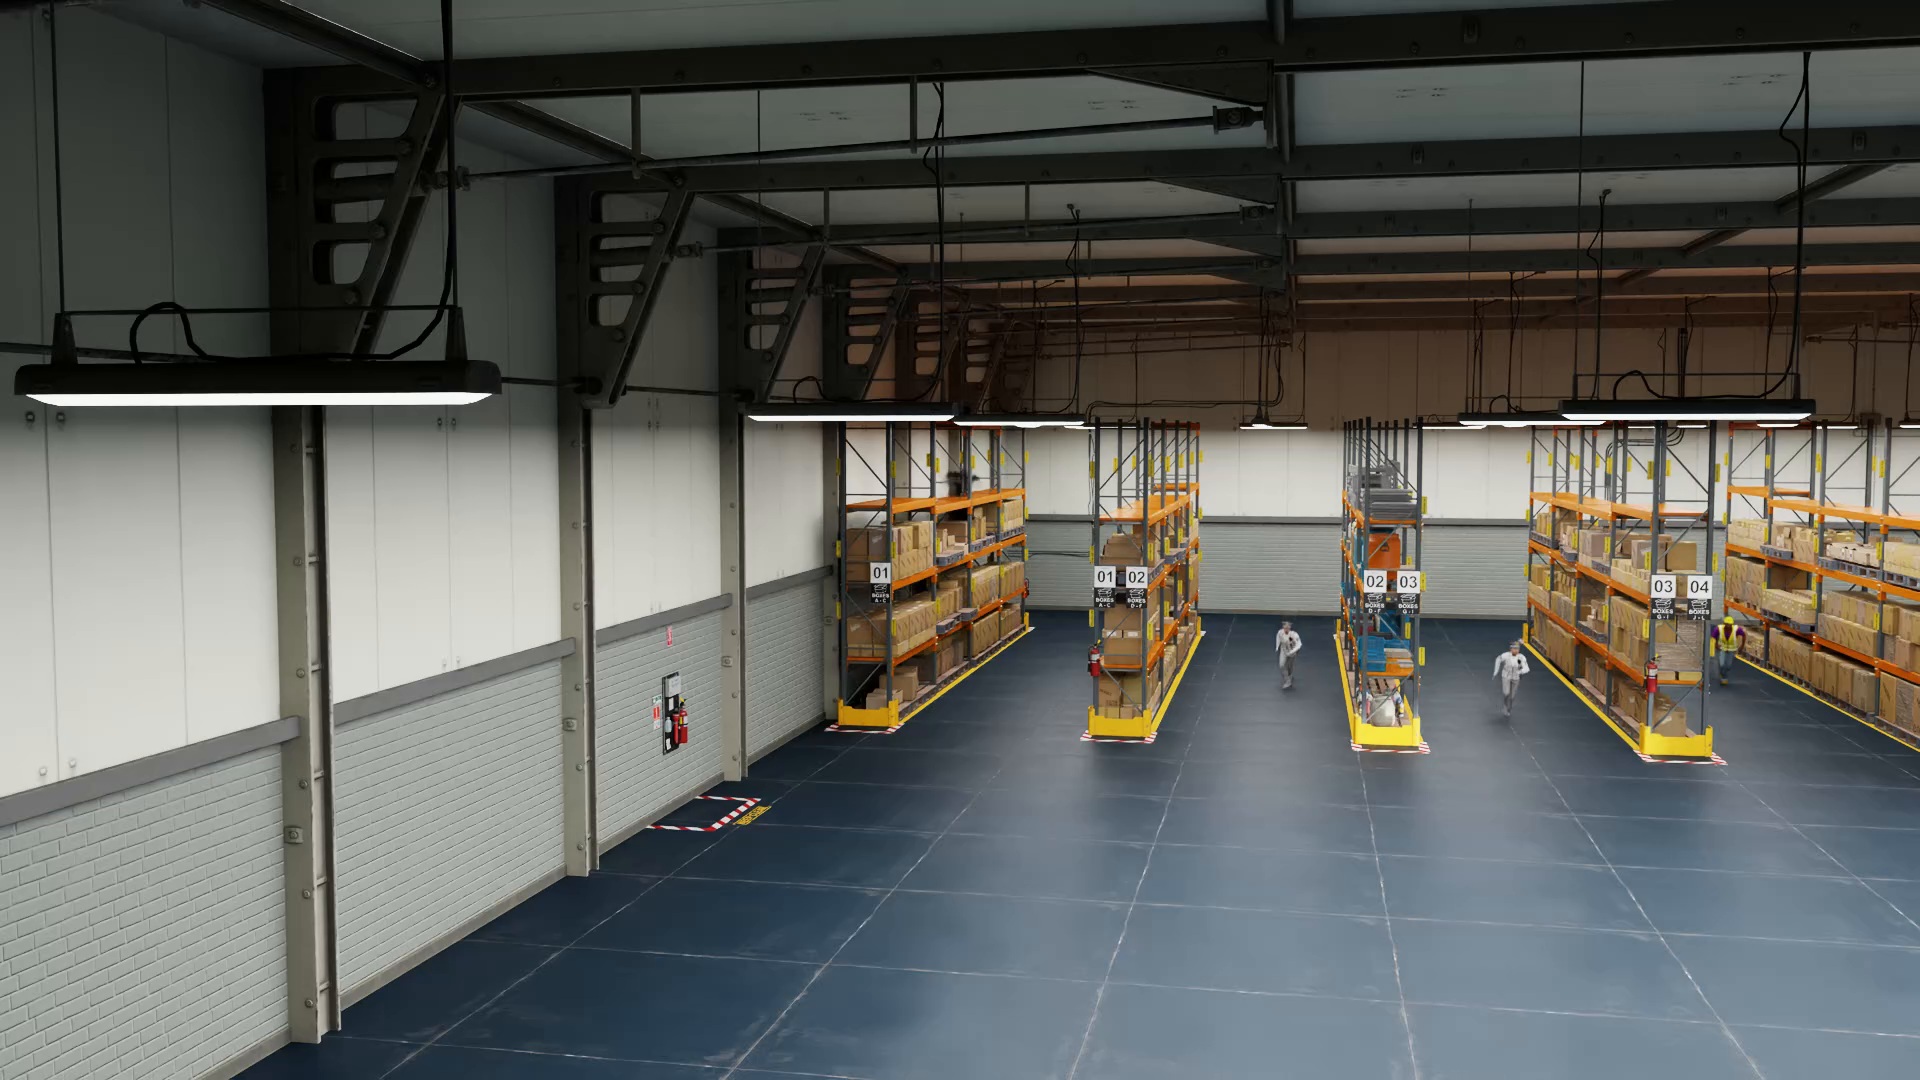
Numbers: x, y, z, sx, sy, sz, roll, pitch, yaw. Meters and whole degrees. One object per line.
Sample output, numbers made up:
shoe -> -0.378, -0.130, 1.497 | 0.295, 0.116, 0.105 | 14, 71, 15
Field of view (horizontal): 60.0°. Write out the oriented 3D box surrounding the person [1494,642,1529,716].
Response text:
person -> 11.035, 2.777, 33.262 | 0.602, 1.547, 0.903 | 0, 4, 5

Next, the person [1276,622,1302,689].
person -> 7.422, 2.548, 37.427 | 0.606, 1.506, 1.048 | 1, 4, 21

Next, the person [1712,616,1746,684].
person -> 17.378, 2.491, 37.612 | 0.723, 1.585, 0.913 | 1, 4, 19
